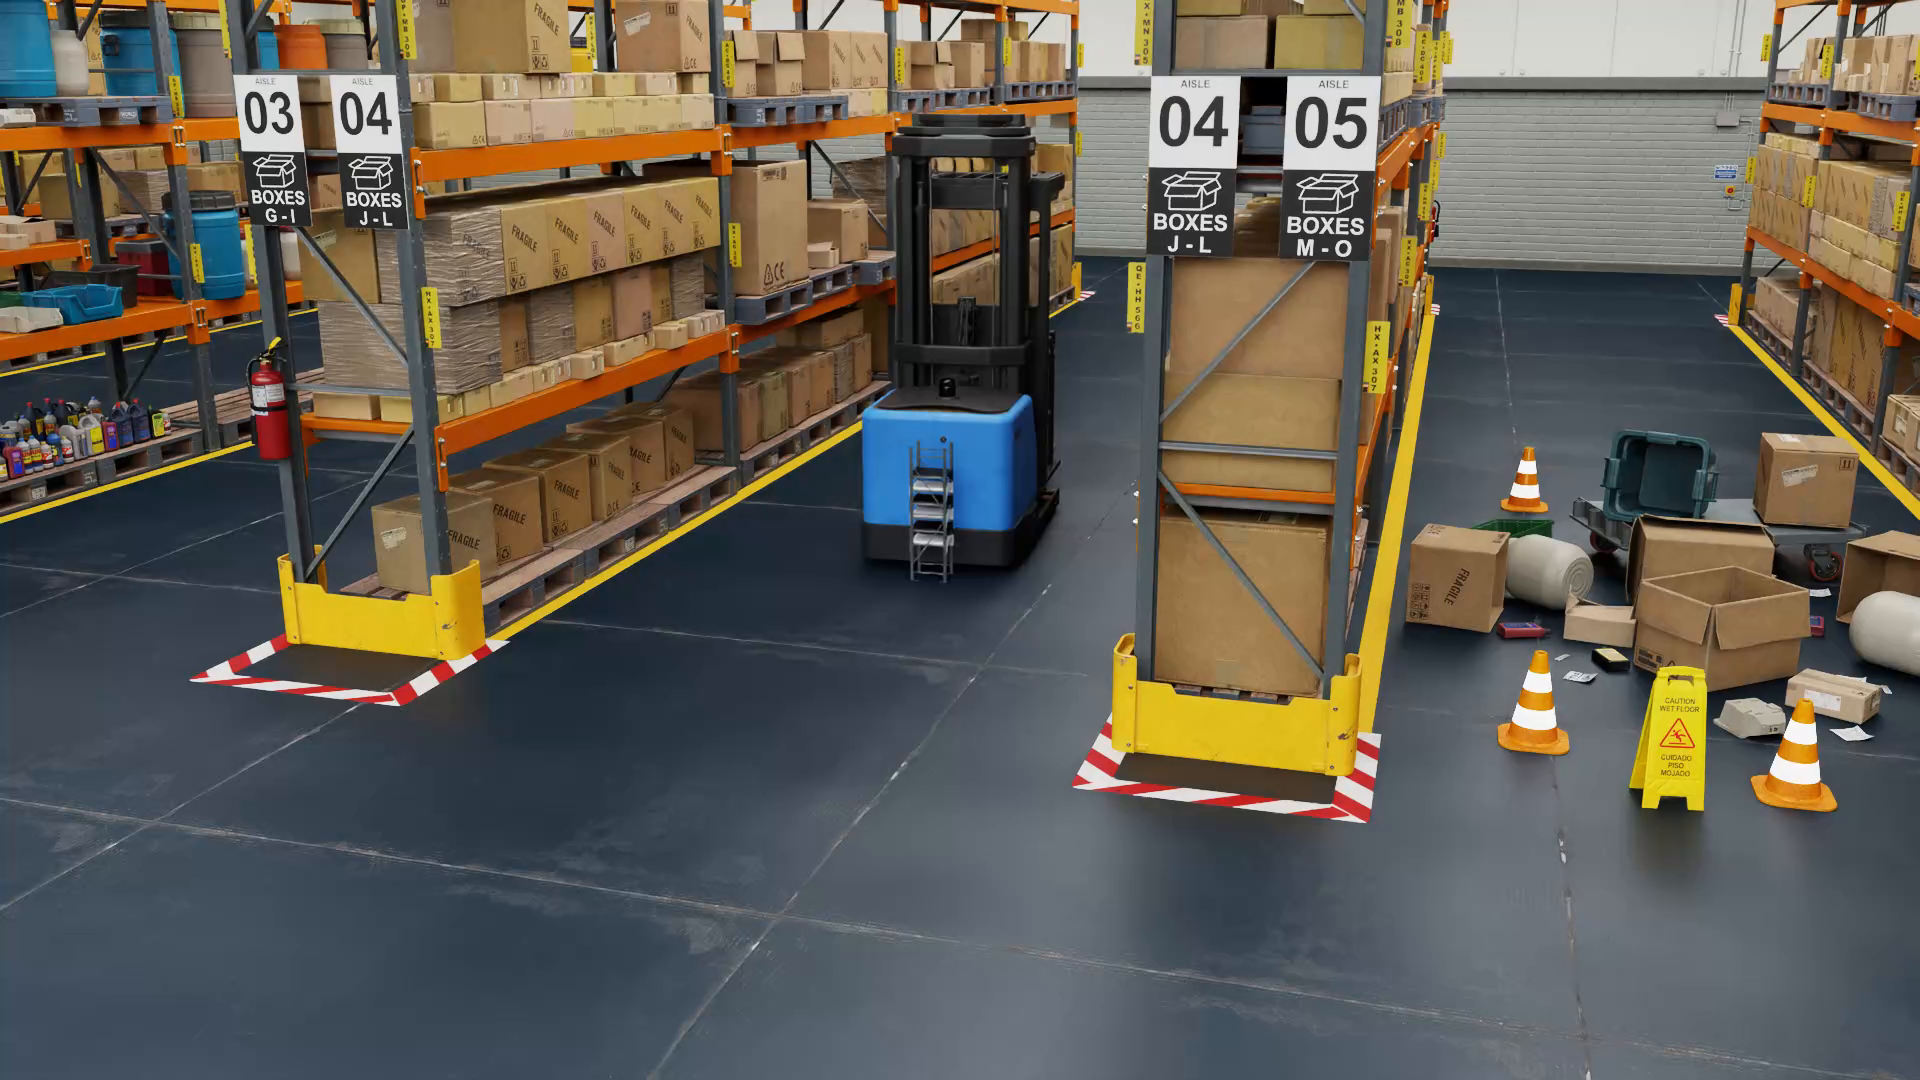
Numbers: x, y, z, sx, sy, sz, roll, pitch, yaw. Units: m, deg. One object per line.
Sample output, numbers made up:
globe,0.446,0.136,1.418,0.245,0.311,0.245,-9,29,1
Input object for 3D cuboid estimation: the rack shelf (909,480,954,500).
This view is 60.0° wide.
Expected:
rack shelf,-0.185,-0.325,10.790,0.258,0.077,0.200,3,16,11

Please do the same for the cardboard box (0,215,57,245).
cardboard box,-10.746,-3.554,19.024,0.500,0.311,0.500,6,17,19

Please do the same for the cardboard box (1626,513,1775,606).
cardboard box,4.454,0.177,10.035,0.797,0.637,0.503,5,16,16

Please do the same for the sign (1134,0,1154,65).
sign,0.833,-2.292,7.437,0.100,0.325,0.005,5,16,16

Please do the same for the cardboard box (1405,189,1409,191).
cardboard box,4.757,-3.731,18.088,0.380,0.149,0.250,4,16,14

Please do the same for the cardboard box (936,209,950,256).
cardboard box,-0.418,-3.343,17.934,0.500,0.500,0.500,4,16,15

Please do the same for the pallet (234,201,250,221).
pallet,-9.796,-4.442,22.344,1.003,0.211,1.213,5,16,16

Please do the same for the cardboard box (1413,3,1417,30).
cardboard box,2.616,-3.231,10.273,0.380,0.149,0.250,5,16,16

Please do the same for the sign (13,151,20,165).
sign,-13.691,-5.597,24.090,0.100,0.325,0.005,5,16,16

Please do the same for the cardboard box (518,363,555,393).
cardboard box,-2.764,-1.021,10.394,0.380,0.149,0.250,5,16,16

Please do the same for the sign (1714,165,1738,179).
sign,12.222,-5.870,26.534,0.327,0.218,0.001,5,16,16

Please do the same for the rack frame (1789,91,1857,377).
rack frame,9.534,-3.197,17.604,1.000,3.000,0.127,5,16,16

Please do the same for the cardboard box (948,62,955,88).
cardboard box,-0.365,-5.288,18.872,0.500,0.311,0.500,4,16,14

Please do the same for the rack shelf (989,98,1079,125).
rack shelf,0.601,-5.586,21.847,1.077,0.370,4.000,5,16,16

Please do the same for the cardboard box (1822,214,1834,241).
cardboard box,9.018,-3.134,16.739,0.500,0.250,0.500,5,17,17

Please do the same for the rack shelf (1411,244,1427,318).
rack shelf,4.191,-2.685,17.118,1.077,0.370,4.000,5,16,16

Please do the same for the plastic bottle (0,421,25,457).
plastic bottle,-7.642,-0.813,13.386,0.152,0.276,0.135,5,16,16

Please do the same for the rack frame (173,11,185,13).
rack frame,-13.078,-9.051,27.247,1.000,3.000,0.127,5,16,16

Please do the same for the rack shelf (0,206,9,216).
rack shelf,-14.783,-4.249,22.630,1.077,0.370,4.000,5,16,16

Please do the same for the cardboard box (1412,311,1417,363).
cardboard box,4.645,-2.207,17.923,0.500,0.500,0.500,4,16,15

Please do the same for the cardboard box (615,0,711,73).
cardboard box,-2.124,-3.610,11.918,0.500,0.500,0.500,4,16,14

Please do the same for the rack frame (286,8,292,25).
rack frame,-9.464,-7.621,22.207,1.000,3.000,0.127,5,16,16

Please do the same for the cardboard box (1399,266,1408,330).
cardboard box,3.181,-1.889,12.809,0.500,0.500,0.500,5,16,16

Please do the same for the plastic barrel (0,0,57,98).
plastic barrel,-7.375,-3.891,12.865,0.600,0.901,0.708,5,16,16

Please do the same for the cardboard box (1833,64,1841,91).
cardboard box,9.057,-4.674,16.790,0.396,0.266,0.258,4,16,15

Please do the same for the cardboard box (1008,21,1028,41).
cardboard box,0.586,-6.586,21.546,0.500,0.250,0.500,4,16,14

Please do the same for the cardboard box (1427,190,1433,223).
cardboard box,5.454,-4.115,20.111,0.500,0.500,0.500,4,16,15

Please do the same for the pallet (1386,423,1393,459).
pallet,3.327,-0.966,14.849,1.003,0.211,1.213,5,16,16

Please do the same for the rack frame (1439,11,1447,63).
rack frame,5.896,-7.487,21.735,1.000,3.000,0.127,5,16,16

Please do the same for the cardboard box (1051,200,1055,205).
cardboard box,0.997,-4.670,22.526,0.500,0.250,0.500,4,16,14

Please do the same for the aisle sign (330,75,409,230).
aisle sign,-3.107,-2.037,8.751,0.394,0.787,0.004,5,16,16

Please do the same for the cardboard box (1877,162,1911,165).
cardboard box,9.648,-3.590,16.973,0.500,0.500,0.500,5,17,18

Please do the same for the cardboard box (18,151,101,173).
cardboard box,-13.832,-5.593,25.503,0.980,0.700,0.700,4,16,14

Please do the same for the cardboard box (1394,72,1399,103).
cardboard box,2.041,-2.316,8.510,0.380,0.149,0.250,5,16,16

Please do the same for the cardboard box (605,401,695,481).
cardboard box,-2.392,-0.771,12.860,0.500,0.500,0.500,4,16,14

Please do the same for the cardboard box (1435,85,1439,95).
cardboard box,5.144,-5.026,18.830,0.500,0.250,0.500,5,17,19

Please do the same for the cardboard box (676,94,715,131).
cardboard box,-2.120,-3.104,12.054,0.500,0.250,0.500,5,17,18

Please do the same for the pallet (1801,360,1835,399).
pallet,9.387,-1.648,17.252,1.003,0.211,1.213,5,16,16

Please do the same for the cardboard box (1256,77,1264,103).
cardboard box,1.336,-2.300,8.451,0.380,0.149,0.250,5,17,16

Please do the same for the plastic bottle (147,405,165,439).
plastic bottle,-6.810,-1.010,14.065,0.061,0.283,0.133,5,17,19

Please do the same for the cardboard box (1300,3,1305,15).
cardboard box,1.913,-3.216,10.218,0.380,0.149,0.250,4,16,15

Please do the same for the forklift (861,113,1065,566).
forklift,0.143,-1.596,12.085,1.130,2.935,3.031,3,16,11

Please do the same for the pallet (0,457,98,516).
pallet,-7.565,-0.422,12.932,1.003,0.211,1.213,5,16,16

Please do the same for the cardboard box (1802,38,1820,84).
cardboard box,9.954,-5.469,18.981,0.500,0.500,0.500,5,17,17

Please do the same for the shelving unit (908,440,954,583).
shelving unit,-0.185,-0.184,10.830,0.258,0.900,0.210,3,16,11

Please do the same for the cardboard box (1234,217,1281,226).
cardboard box,1.875,-1.537,9.496,0.875,0.550,0.500,5,16,16

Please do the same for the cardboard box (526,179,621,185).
cardboard box,-2.753,-2.316,11.937,0.500,0.500,0.500,5,16,16

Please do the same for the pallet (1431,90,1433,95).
pallet,4.190,-4.482,16.983,1.213,0.211,1.003,5,16,16

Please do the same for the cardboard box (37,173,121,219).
cardboard box,-10.530,-4.112,19.876,0.700,0.500,0.500,-1,16,-3

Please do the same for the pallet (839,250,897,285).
pallet,-1.204,-2.632,15.964,1.213,0.211,1.003,5,16,16

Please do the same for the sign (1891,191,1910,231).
sign,7.865,-2.750,13.905,0.100,0.325,0.005,5,16,16

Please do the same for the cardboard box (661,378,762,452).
cardboard box,-2.045,-1.041,13.776,0.700,0.500,0.500,3,16,12

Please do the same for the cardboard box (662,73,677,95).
cardboard box,-2.208,-3.193,11.636,0.380,0.149,0.250,4,16,13

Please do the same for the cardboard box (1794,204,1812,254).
cardboard box,9.421,-3.386,18.088,0.500,0.500,0.500,5,17,16
